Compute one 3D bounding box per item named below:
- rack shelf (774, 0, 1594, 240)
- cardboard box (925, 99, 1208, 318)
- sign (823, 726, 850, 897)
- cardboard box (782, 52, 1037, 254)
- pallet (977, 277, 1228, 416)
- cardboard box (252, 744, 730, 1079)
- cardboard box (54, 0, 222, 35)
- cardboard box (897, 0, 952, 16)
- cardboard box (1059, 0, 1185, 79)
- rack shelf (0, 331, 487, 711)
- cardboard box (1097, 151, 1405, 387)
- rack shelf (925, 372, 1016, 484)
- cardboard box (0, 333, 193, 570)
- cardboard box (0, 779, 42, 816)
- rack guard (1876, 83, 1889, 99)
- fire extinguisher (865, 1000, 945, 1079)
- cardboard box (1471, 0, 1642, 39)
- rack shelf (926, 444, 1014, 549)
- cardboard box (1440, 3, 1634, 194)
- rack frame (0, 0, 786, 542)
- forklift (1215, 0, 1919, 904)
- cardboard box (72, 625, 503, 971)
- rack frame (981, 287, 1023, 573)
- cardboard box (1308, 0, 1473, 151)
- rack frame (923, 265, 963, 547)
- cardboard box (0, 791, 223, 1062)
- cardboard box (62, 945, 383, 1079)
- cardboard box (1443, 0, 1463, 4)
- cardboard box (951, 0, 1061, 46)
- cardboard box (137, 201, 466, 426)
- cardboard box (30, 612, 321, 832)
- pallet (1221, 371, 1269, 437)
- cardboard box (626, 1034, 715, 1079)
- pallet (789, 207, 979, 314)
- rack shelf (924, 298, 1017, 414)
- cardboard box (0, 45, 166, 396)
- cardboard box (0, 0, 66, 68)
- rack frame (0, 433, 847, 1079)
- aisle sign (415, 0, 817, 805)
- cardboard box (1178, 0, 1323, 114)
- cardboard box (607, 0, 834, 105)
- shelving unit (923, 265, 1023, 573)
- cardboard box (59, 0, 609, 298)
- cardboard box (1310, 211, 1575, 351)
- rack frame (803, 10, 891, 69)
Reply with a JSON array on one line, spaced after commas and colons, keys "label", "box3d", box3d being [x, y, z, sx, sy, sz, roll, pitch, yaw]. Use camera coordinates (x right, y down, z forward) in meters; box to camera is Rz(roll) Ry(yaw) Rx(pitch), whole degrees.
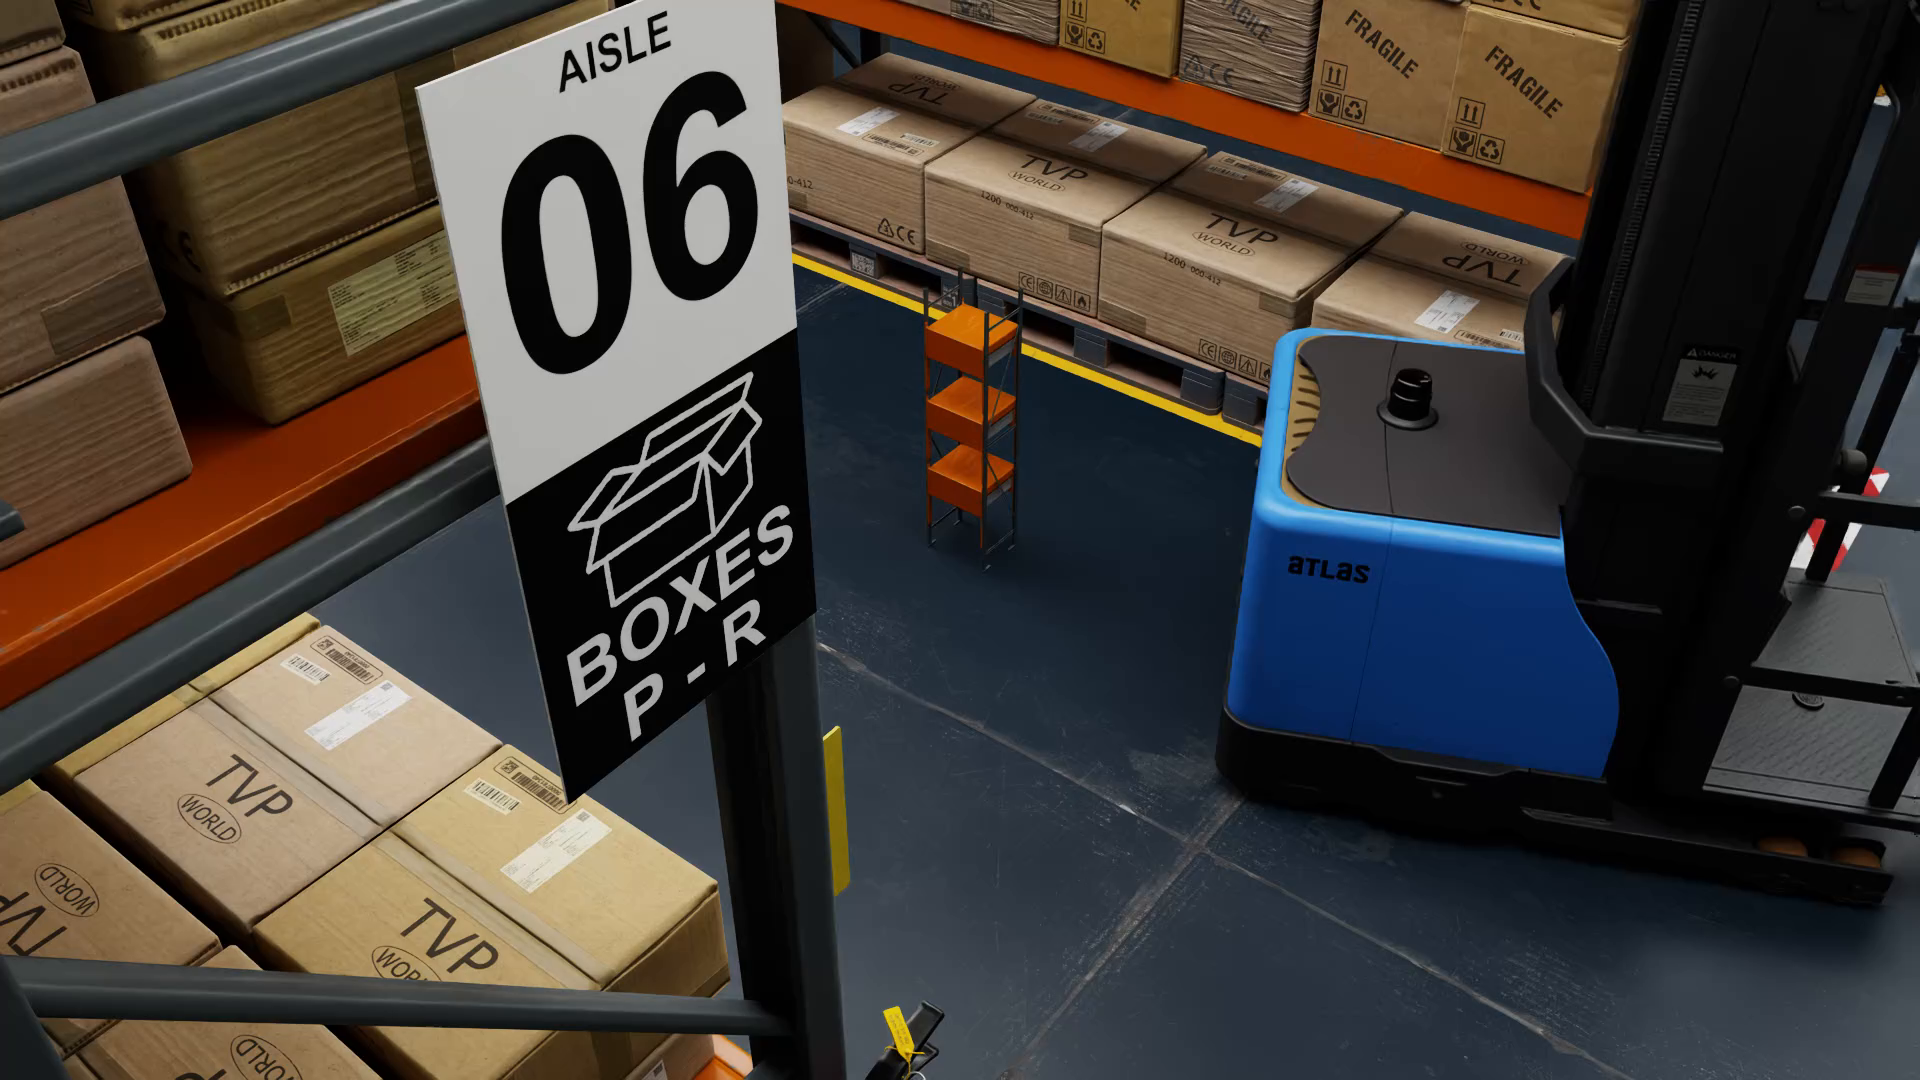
[{"label": "rack shelf", "box3d": [0.899, -1.884, 6.561, 4.000, 0.370, 1.077, 25, 45, 29]}, {"label": "cardboard box", "box3d": [0.455, -1.451, 7.161, 0.875, 0.438, 0.875, 24, 44, 27]}, {"label": "sign", "box3d": [-0.196, 0.407, 2.349, 0.005, 0.325, 0.100, 25, 45, 29]}, {"label": "cardboard box", "box3d": [-0.256, -1.785, 7.589, 0.875, 0.438, 0.875, 25, 44, 28]}, {"label": "pallet", "box3d": [0.840, -1.039, 7.160, 1.213, 0.211, 1.003, 25, 45, 29]}, {"label": "cardboard box", "box3d": [-0.722, 0.653, 2.617, 0.500, 0.250, 0.500, 25, 45, 29]}, {"label": "cardboard box", "box3d": [-0.725, -0.712, 1.522, 0.500, 0.250, 0.500, 25, 44, 28]}, {"label": "cardboard box", "box3d": [-0.079, -2.462, 6.634, 0.500, 0.500, 0.500, 26, 45, 29]}, {"label": "cardboard box", "box3d": [0.721, -2.079, 6.145, 0.500, 0.500, 0.500, 27, 45, 30]}, {"label": "rack shelf", "box3d": [-2.114, -0.634, 2.530, 4.000, 0.370, 1.077, 25, 45, 29]}, {"label": "cardboard box", "box3d": [1.170, -1.112, 6.729, 0.875, 0.438, 0.875, 27, 45, 30]}, {"label": "rack shelf", "box3d": [0.042, -0.385, 5.661, 0.240, 0.259, 0.215, 25, 45, 29]}, {"label": "cardboard box", "box3d": [-0.920, -0.075, 1.438, 0.250, 0.149, 0.380, 27, 45, 30]}, {"label": "cardboard box", "box3d": [-1.851, 0.531, 2.772, 0.500, 0.250, 0.500, 27, 45, 30]}, {"label": "rack guard", "box3d": [5.354, -2.925, 9.334, 0.348, 0.500, 1.175, 25, 45, 29]}, {"label": "fire extinguisher", "box3d": [-0.128, 1.019, 2.634, 0.183, 0.674, 0.296, 25, 45, 29]}, {"label": "cardboard box", "box3d": [1.960, -1.916, 5.125, 0.500, 0.500, 0.500, 27, 45, 30]}, {"label": "rack shelf", "box3d": [0.043, -0.166, 5.833, 0.240, 0.259, 0.215, 25, 45, 29]}, {"label": "cardboard box", "box3d": [1.943, -1.509, 5.417, 0.500, 0.500, 0.500, 26, 45, 29]}, {"label": "rack frame", "box3d": [-0.525, -1.349, 0.427, 0.127, 3.000, 1.000, 25, 45, 29]}, {"label": "forklift", "box3d": [2.344, -0.488, 4.250, 3.031, 2.935, 1.130, 8, 39, 10]}, {"label": "cardboard box", "box3d": [-1.123, 0.465, 2.858, 0.500, 0.250, 0.500, 26, 45, 29]}, {"label": "rack frame", "box3d": [0.139, -0.348, 5.596, 0.008, 1.050, 0.200, 25, 45, 29]}, {"label": "cardboard box", "box3d": [1.554, -1.704, 5.667, 0.500, 0.500, 0.500, 24, 44, 28]}, {"label": "rack frame", "box3d": [-0.054, -0.439, 5.713, 0.008, 1.050, 0.200, 25, 45, 29]}, {"label": "cardboard box", "box3d": [-1.461, 0.719, 2.533, 0.500, 0.250, 0.500, 25, 45, 29]}, {"label": "cardboard box", "box3d": [-1.052, 0.913, 2.285, 0.500, 0.250, 0.500, 27, 45, 30]}, {"label": "cardboard box", "box3d": [1.527, -2.097, 5.357, 0.500, 0.500, 0.500, 25, 45, 29]}, {"label": "cardboard box", "box3d": [0.312, -2.272, 6.392, 0.500, 0.500, 0.500, 26, 45, 29]}, {"label": "cardboard box", "box3d": [-0.637, -0.302, 1.727, 0.250, 0.149, 0.380, 26, 45, 29]}, {"label": "cardboard box", "box3d": [-1.527, 0.276, 3.098, 0.500, 0.250, 0.500, 24, 44, 28]}, {"label": "pallet", "box3d": [1.805, -0.582, 6.576, 1.213, 0.211, 1.003, 25, 45, 29]}, {"label": "cardboard box", "box3d": [-0.620, 0.855, 2.683, 0.250, 0.149, 0.380, 25, 44, 28]}, {"label": "pallet", "box3d": [-0.133, -1.496, 7.743, 1.213, 0.211, 1.003, 25, 45, 29]}, {"label": "rack shelf", "box3d": [0.042, -0.608, 5.486, 0.240, 0.259, 0.215, 25, 45, 29]}, {"label": "cardboard box", "box3d": [-1.044, -0.259, 1.349, 0.500, 0.250, 0.500, 24, 44, 28]}, {"label": "cardboard box", "box3d": [-1.048, -0.452, 1.190, 0.500, 0.250, 0.500, 24, 44, 27]}, {"label": "rack frame", "box3d": [-0.525, 1.013, 2.277, 0.127, 3.000, 1.000, 25, 45, 29]}, {"label": "aisle sign", "box3d": [-0.293, -0.129, 1.626, 0.004, 0.787, 0.394, 25, 45, 29]}, {"label": "cardboard box", "box3d": [1.139, -1.892, 5.906, 0.500, 0.500, 0.500, 27, 45, 30]}, {"label": "cardboard box", "box3d": [-1.231, -2.438, 8.068, 0.875, 0.875, 0.875, 27, 45, 30]}, {"label": "shelving unit", "box3d": [0.042, -0.393, 5.655, 0.252, 1.050, 0.215, 25, 45, 29]}, {"label": "cardboard box", "box3d": [-0.712, -0.526, 1.690, 0.500, 0.250, 0.500, 25, 44, 28]}, {"label": "cardboard box", "box3d": [1.902, -0.773, 6.296, 0.875, 0.438, 0.875, 24, 44, 27]}, {"label": "rack frame", "box3d": [-0.690, -2.917, 7.296, 0.127, 3.000, 1.000, 25, 45, 29]}]
